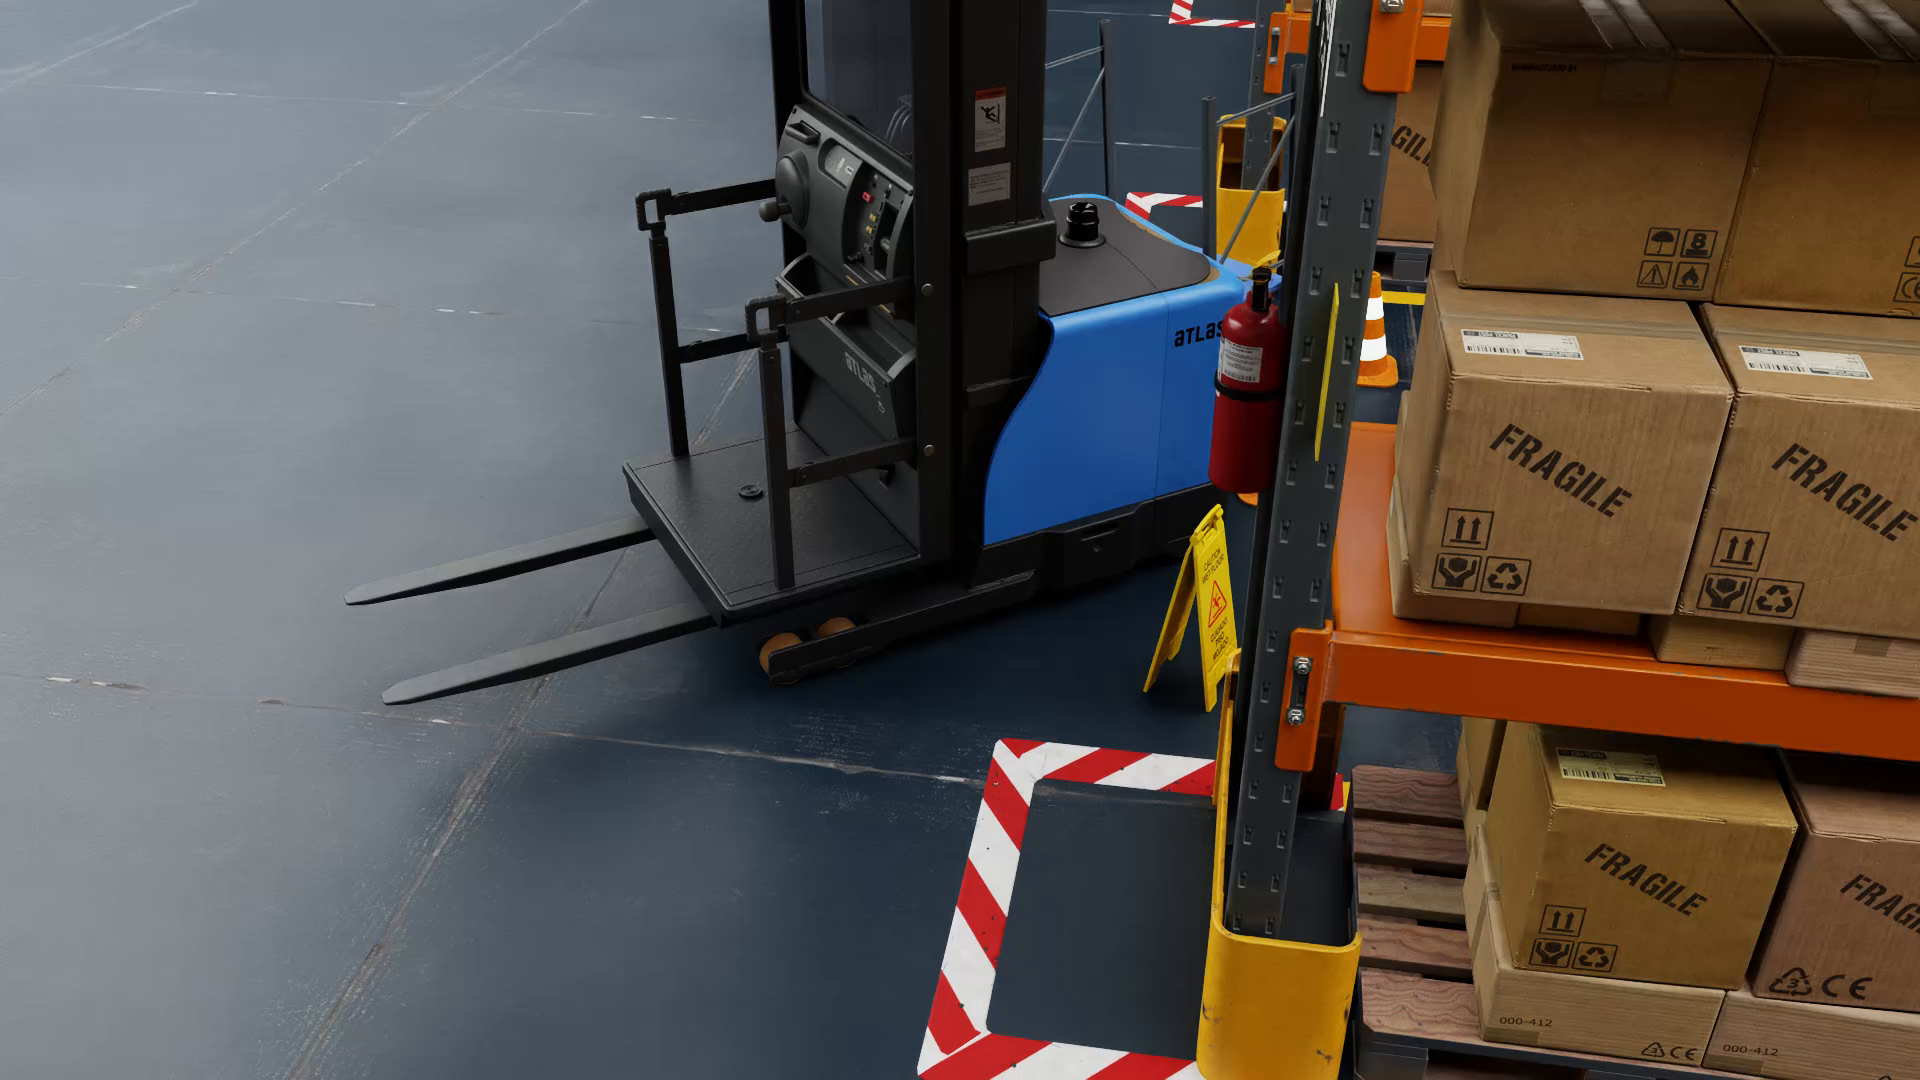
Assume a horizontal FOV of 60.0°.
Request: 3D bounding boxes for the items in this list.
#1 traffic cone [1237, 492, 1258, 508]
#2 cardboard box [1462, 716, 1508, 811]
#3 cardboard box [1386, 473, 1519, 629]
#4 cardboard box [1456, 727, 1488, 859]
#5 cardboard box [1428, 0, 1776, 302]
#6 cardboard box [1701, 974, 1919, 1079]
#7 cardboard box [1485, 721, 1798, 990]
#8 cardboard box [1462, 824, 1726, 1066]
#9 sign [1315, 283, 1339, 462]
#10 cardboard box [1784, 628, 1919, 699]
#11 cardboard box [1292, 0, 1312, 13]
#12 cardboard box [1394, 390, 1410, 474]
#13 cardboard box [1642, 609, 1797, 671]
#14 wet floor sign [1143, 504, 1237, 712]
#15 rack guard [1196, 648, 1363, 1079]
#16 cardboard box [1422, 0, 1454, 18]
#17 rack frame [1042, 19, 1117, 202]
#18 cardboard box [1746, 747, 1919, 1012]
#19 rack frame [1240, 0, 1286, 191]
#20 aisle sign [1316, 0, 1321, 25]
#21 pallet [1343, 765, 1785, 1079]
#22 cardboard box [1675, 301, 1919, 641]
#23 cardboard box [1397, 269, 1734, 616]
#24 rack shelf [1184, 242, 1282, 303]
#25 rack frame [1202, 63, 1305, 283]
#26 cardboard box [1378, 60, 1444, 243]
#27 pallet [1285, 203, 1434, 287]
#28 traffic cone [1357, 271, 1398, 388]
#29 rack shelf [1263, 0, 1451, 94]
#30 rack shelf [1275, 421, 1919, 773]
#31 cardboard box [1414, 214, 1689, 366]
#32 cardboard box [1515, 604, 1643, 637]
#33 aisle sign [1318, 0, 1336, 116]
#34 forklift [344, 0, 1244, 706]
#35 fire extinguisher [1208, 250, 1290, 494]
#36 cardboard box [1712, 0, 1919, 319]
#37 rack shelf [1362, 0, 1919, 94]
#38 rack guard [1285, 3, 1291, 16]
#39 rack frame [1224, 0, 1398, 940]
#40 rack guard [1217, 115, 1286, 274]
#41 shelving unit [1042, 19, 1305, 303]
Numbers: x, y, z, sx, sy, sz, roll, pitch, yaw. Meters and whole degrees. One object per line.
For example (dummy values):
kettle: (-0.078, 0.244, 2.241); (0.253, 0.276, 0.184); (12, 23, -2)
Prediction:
traffic cone: (1.268, -0.400, 6.453); (0.334, 0.463, 0.336); (5, 32, 8)
cardboard box: (1.609, 0.377, 4.310); (0.500, 0.500, 0.500); (5, 32, 9)
cardboard box: (1.075, 0.017, 3.632); (0.250, 0.149, 0.380); (5, 32, 8)
cardboard box: (1.641, 0.693, 4.511); (0.500, 0.250, 0.500); (5, 32, 8)
cardboard box: (1.315, -0.889, 3.526); (0.500, 0.500, 0.700); (4, 32, 7)
cardboard box: (2.026, 1.026, 3.980); (0.500, 0.250, 0.500); (6, 33, 10)
cardboard box: (1.547, 0.660, 3.857); (0.500, 0.500, 0.500); (4, 32, 7)
cardboard box: (1.524, 0.976, 4.059); (0.500, 0.250, 0.500); (5, 32, 8)
sign: (0.684, -0.311, 3.104); (0.005, 0.325, 0.100); (5, 32, 8)
cardboard box: (1.817, 0.145, 3.428); (0.250, 0.149, 0.380); (6, 32, 9)
cardboard box: (1.882, -2.880, 7.883); (0.550, 0.550, 0.875); (5, 32, 8)
cardboard box: (1.180, -0.200, 3.979); (0.250, 0.149, 0.380); (6, 33, 10)
cardboard box: (1.574, 0.098, 3.503); (0.250, 0.149, 0.380); (4, 32, 7)
wet floor sign: (0.768, 0.193, 5.333); (0.232, 0.644, 0.267); (17, 36, 25)
rack guard: (0.850, 0.838, 4.440); (0.348, 0.500, 1.175); (5, 32, 8)
cardboard box: (2.427, -2.842, 7.823); (0.550, 0.550, 0.875); (5, 32, 8)
rack frame: (0.469, -1.375, 7.000); (0.500, 1.500, 0.032); (-27, 38, -30)
cardboard box: (2.063, 0.704, 3.786); (0.500, 0.500, 0.500); (4, 32, 6)
rack frame: (1.508, -2.826, 7.938); (0.127, 3.000, 1.000); (5, 32, 8)
aisle sign: (0.763, -1.487, 3.349); (0.004, 0.787, 0.394); (5, 32, 8)
pallet: (1.645, 1.052, 4.371); (1.213, 0.211, 1.003); (5, 32, 8)
cardboard box: (1.706, -0.165, 3.311); (0.500, 0.500, 0.500); (6, 33, 10)
cardboard box: (1.195, -0.209, 3.382); (0.500, 0.500, 0.500); (5, 32, 7)
rack shelf: (0.803, -1.034, 6.748); (0.538, 0.185, 1.000); (-27, 38, -30)
rack frame: (1.106, -0.997, 6.304); (0.500, 1.500, 0.032); (-27, 38, -30)
cardboard box: (2.188, -2.077, 8.348); (0.875, 0.875, 0.875); (5, 32, 8)
pallet: (2.310, -1.613, 8.629); (1.213, 0.211, 1.003); (5, 32, 8)
traffic cone: (1.793, -0.961, 7.348); (0.334, 0.463, 0.336); (5, 32, 8)
rack shelf: (3.480, -2.343, 7.843); (4.000, 0.370, 1.077); (5, 32, 8)
rack shelf: (2.747, 0.255, 3.693); (4.000, 0.370, 1.077); (5, 32, 8)
cardboard box: (1.356, -0.492, 3.835); (0.500, 0.500, 0.500); (5, 32, 7)
cardboard box: (1.326, 0.032, 3.608); (0.250, 0.149, 0.380); (6, 32, 9)
aisle sign: (0.662, -1.173, 2.847); (0.004, 0.787, 0.394); (5, 32, 8)
forklift: (-0.558, -1.087, 5.223); (3.031, 2.935, 1.130); (-16, 35, -23)
fire extinguisher: (0.740, -0.447, 4.209); (0.183, 0.674, 0.296); (5, 32, 8)
cardboard box: (1.813, -0.840, 3.448); (0.500, 0.500, 0.700); (5, 32, 9)
rack shelf: (2.747, -1.016, 2.897); (4.000, 0.370, 1.077); (5, 32, 8)
rack guard: (2.517, -4.345, 12.720); (0.348, 0.500, 1.175); (5, 32, 8)
rack frame: (0.775, -0.228, 3.787); (0.127, 3.000, 1.000); (5, 32, 8)
rack guard: (1.485, -1.769, 8.604); (0.348, 0.500, 1.175); (5, 32, 8)
shelving unit: (0.788, -1.186, 6.652); (0.538, 1.500, 1.048); (-27, 38, -30)
